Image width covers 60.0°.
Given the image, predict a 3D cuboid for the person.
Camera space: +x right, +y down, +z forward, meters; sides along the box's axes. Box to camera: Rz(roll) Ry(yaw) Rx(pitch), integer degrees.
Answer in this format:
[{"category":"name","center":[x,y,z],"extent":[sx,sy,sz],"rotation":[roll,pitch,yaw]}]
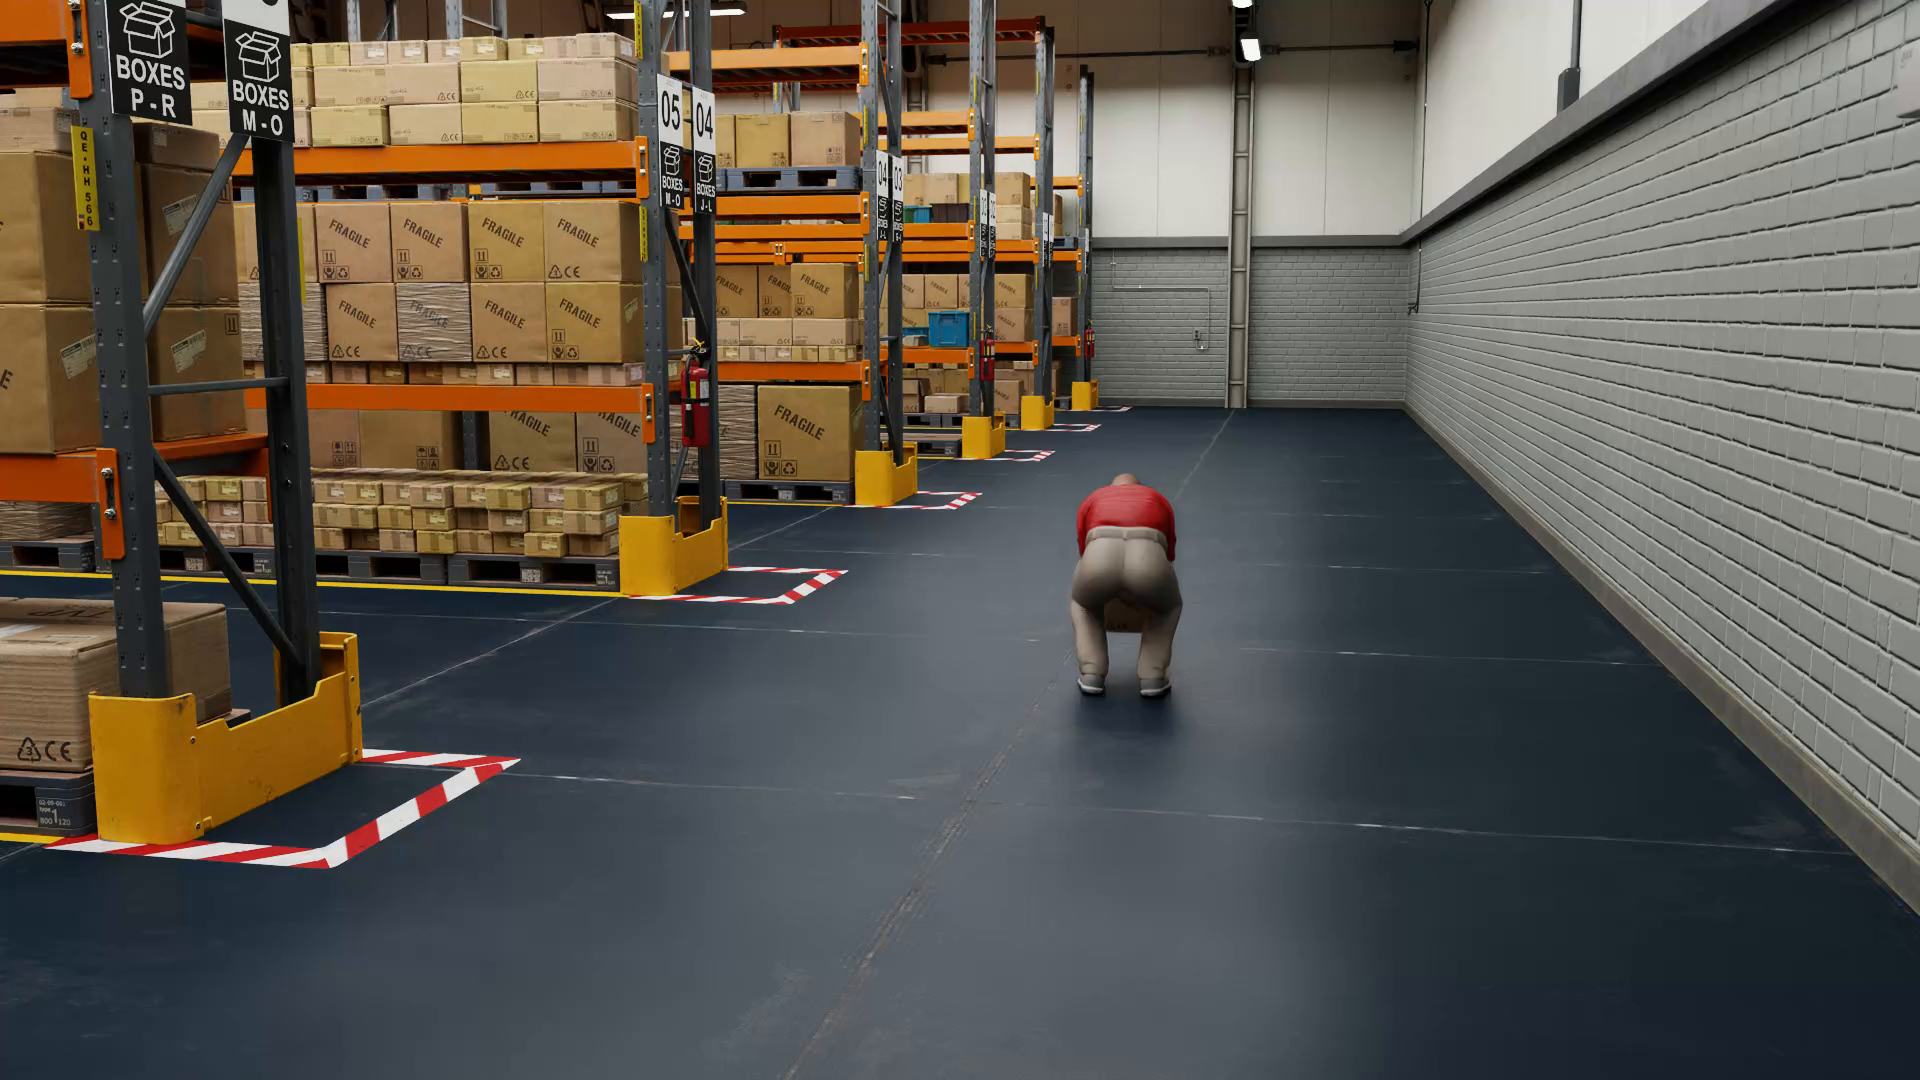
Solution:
[{"category":"person","center":[0.793,0.208,7.942],"extent":[0.544,0.978,0.925],"rotation":[1,8,9]}]
